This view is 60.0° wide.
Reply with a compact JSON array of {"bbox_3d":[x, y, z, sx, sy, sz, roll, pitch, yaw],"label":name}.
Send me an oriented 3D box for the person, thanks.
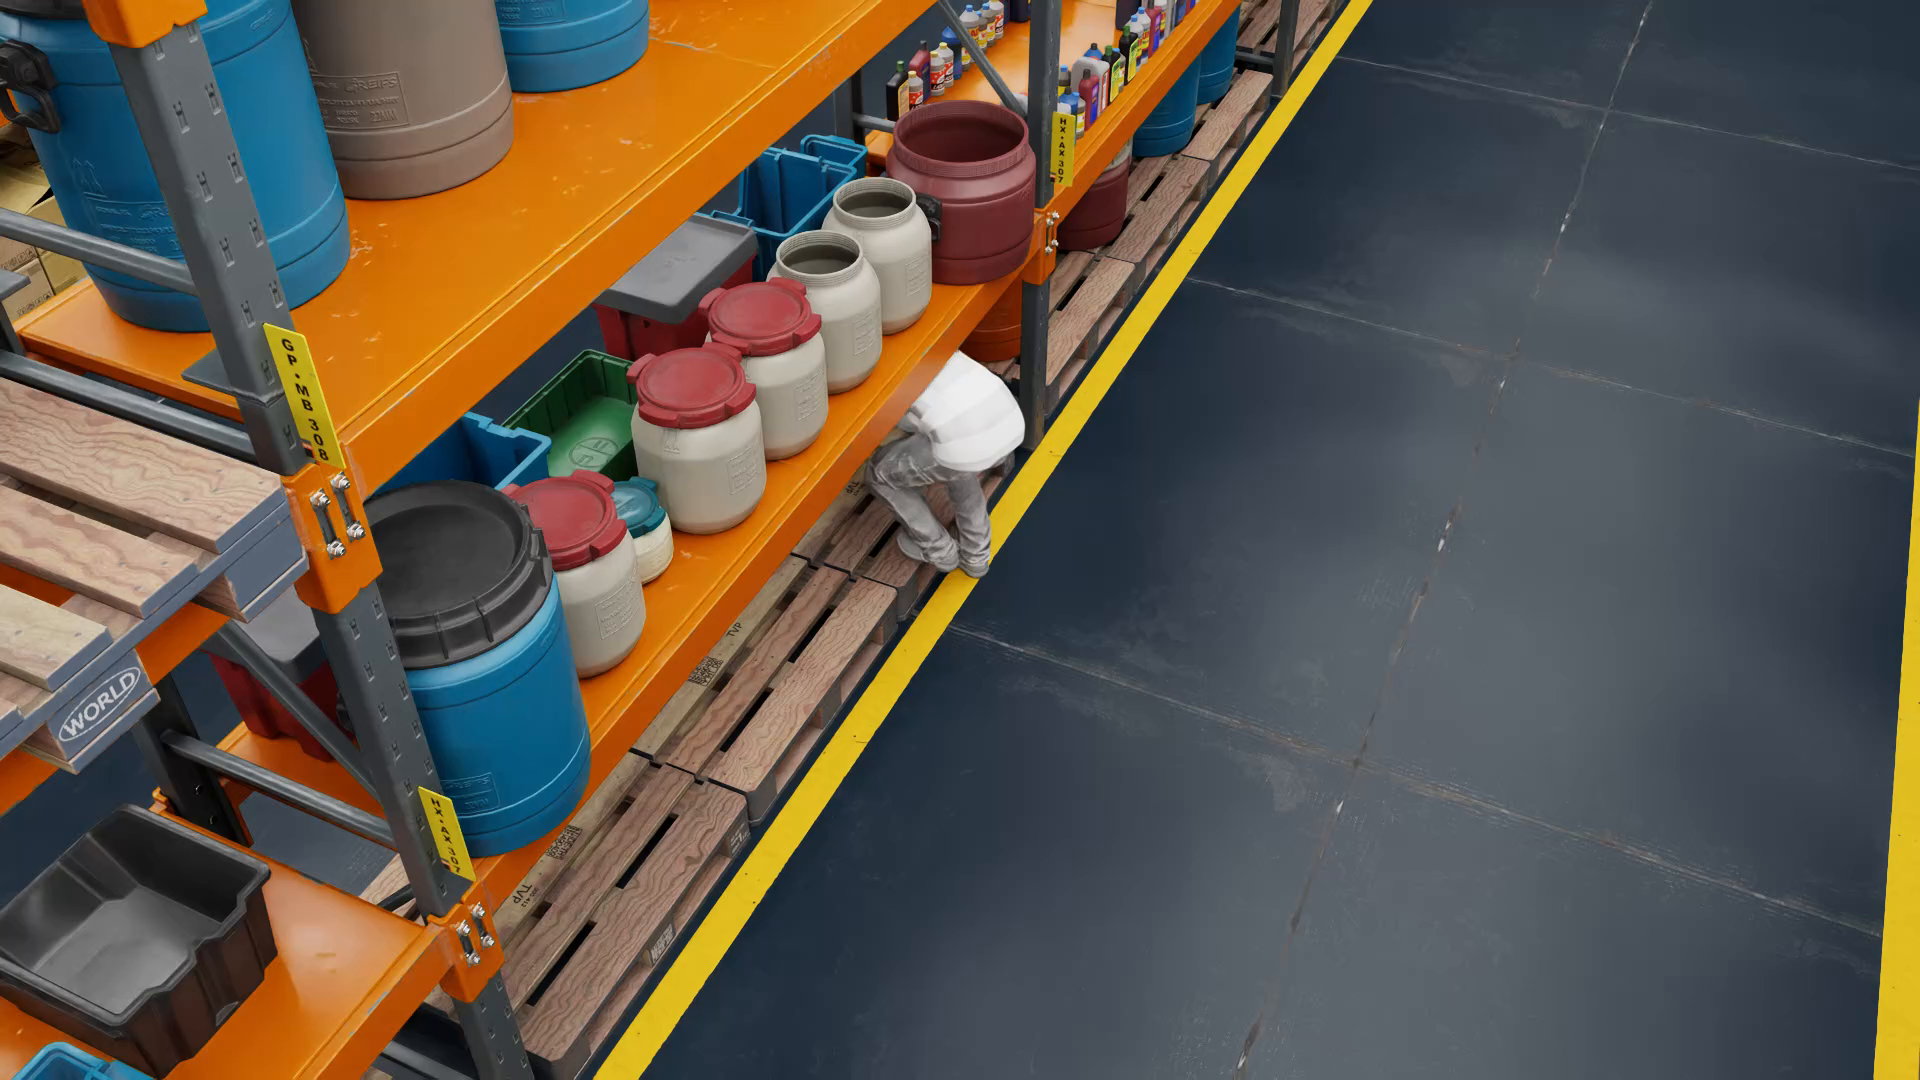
[{"bbox_3d":[-0.231,-0.366,7.017,1.065,1.167,0.525,29,49,28],"label":"person"}]
